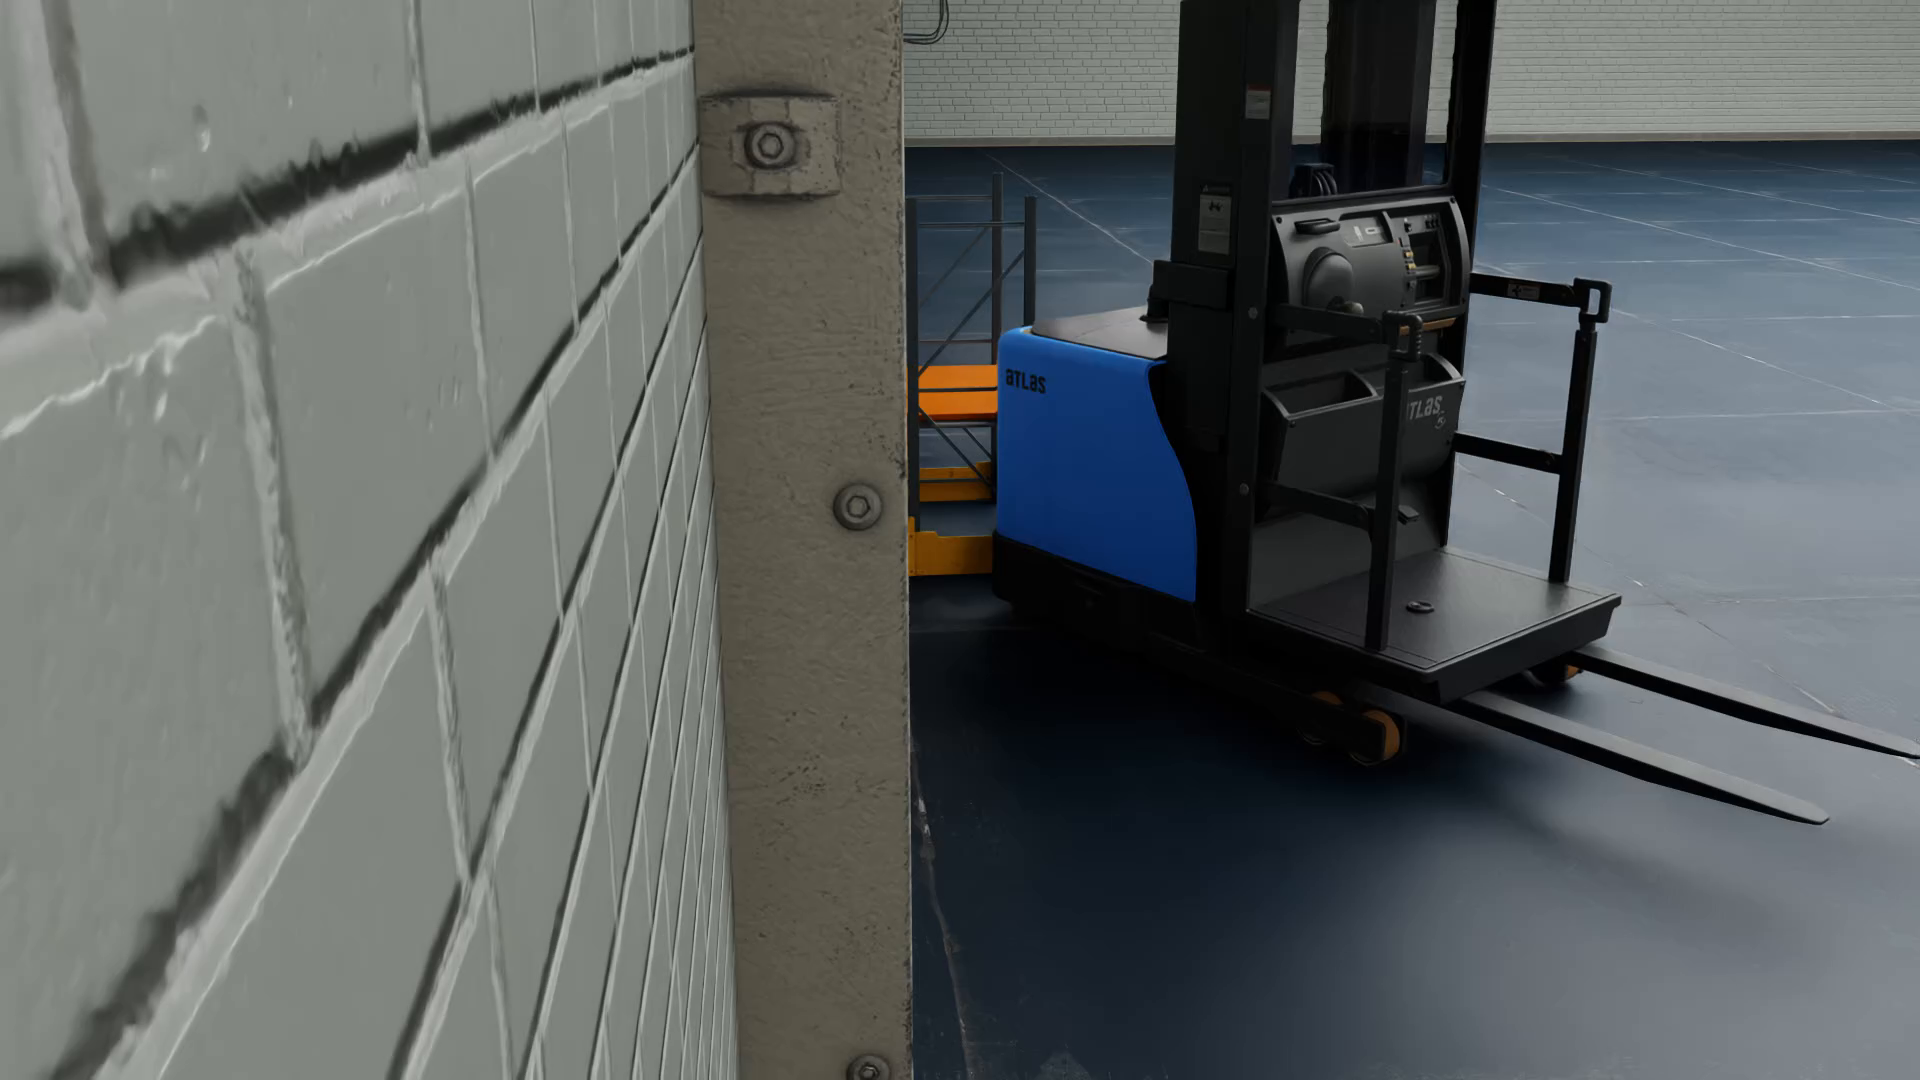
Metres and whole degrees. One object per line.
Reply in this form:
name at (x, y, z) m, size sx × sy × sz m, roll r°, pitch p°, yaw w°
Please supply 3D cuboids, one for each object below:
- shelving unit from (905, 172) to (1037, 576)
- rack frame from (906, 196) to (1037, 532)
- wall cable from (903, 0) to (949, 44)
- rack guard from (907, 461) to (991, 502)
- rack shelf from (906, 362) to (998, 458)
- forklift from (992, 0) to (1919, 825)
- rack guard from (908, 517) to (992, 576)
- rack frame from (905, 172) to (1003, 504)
shelving unit at (-0.008, -0.738, 7.025) m, size 0.587 × 1.500 × 1.083 m, roll -2°, pitch 18°, yaw -6°
rack frame at (0.044, -0.590, 6.551) m, size 0.500 × 1.500 × 0.032 m, roll -2°, pitch 18°, yaw -6°
wall cable at (-1.720, -9.638, 28.036) m, size 3.097 × 2.526 × 0.112 m, roll -2°, pitch 18°, yaw -6°
rack guard at (-0.059, -0.290, 7.685) m, size 0.587 × 0.250 × 0.087 m, roll -2°, pitch 18°, yaw -6°
rack shelf at (-0.009, -0.569, 7.087) m, size 0.538 × 0.185 × 1.000 m, roll -2°, pitch 18°, yaw -6°
forklift at (1.447, -0.888, 5.111) m, size 1.130 × 2.935 × 3.031 m, roll -14°, pitch 22°, yaw -38°
rack guard at (0.044, 0.006, 6.739) m, size 0.587 × 0.250 × 0.087 m, roll -2°, pitch 18°, yaw -6°
rack frame at (-0.061, -0.892, 7.516) m, size 0.500 × 1.500 × 0.032 m, roll -2°, pitch 18°, yaw -6°
